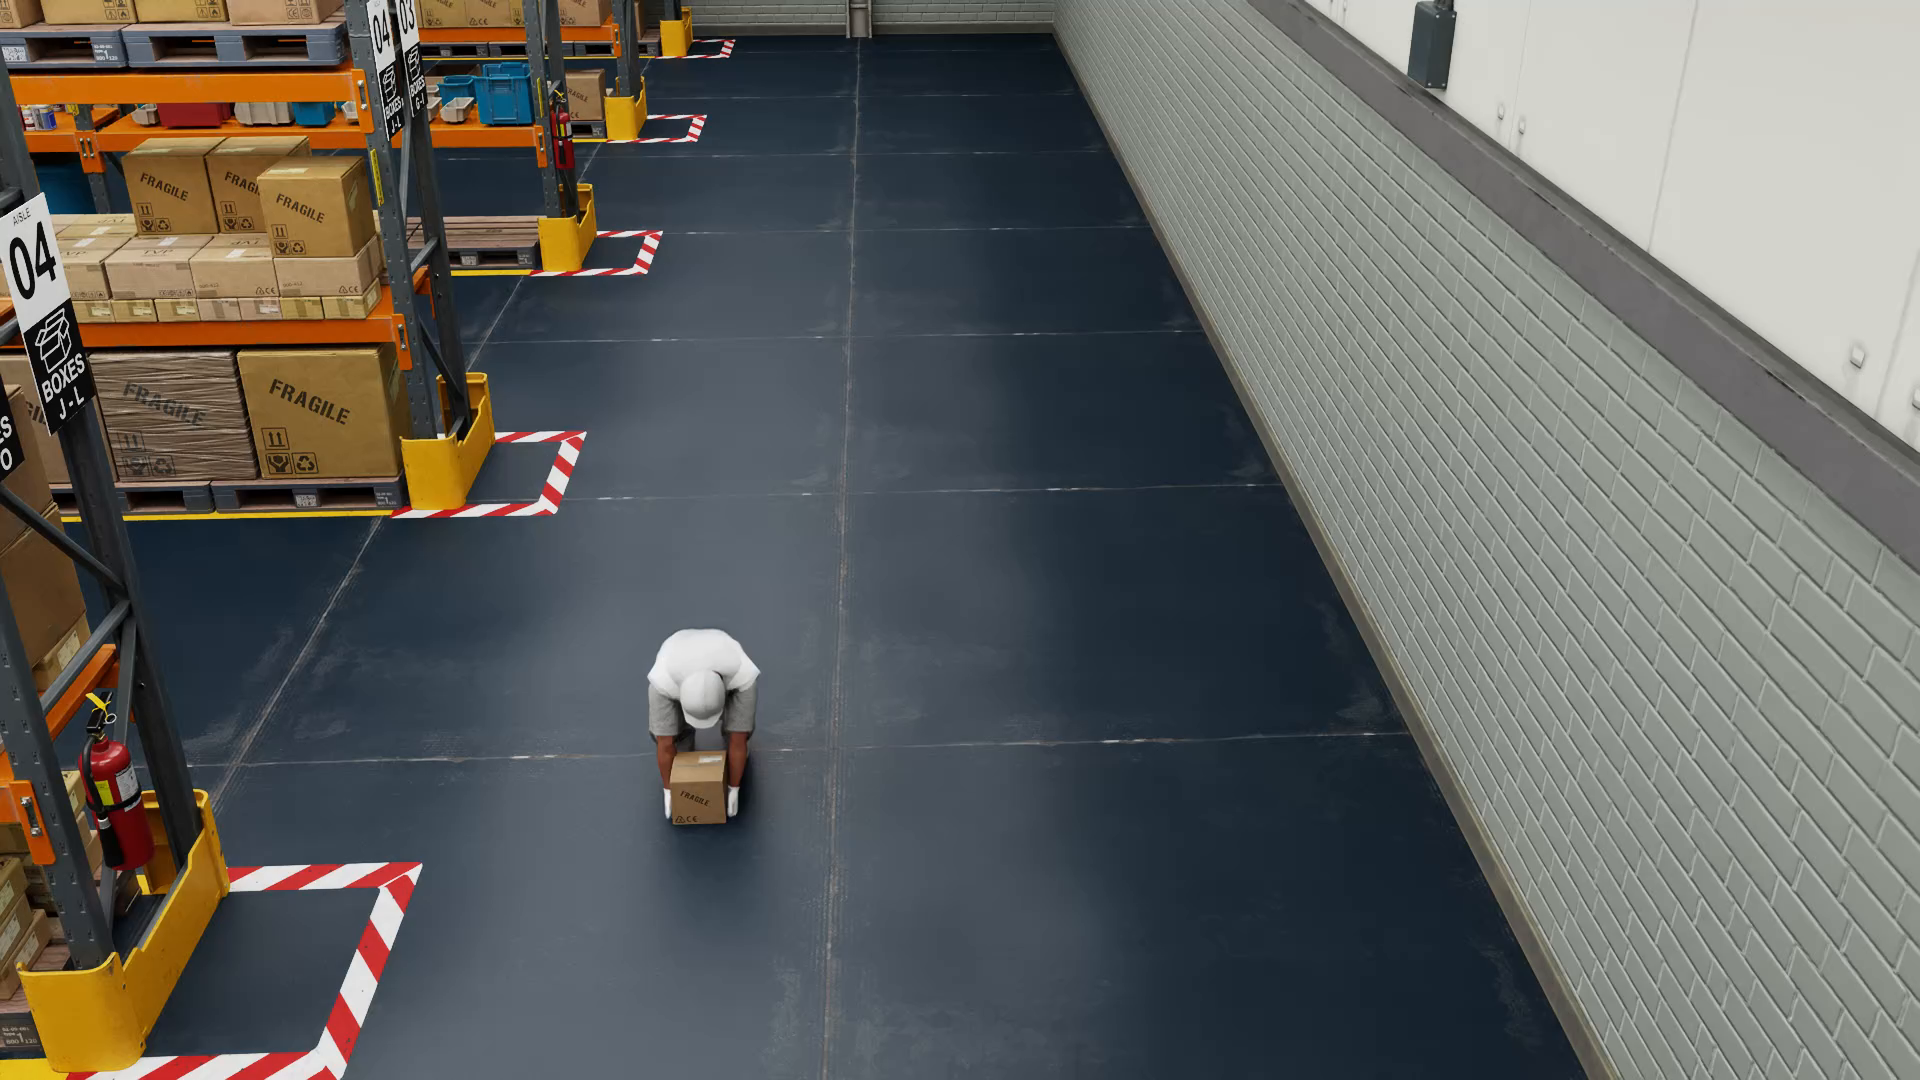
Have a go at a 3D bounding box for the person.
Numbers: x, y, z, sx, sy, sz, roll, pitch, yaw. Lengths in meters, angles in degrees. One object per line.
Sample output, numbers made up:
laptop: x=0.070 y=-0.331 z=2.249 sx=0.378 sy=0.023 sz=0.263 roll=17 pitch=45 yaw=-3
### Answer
person: x=-1.244 y=0.841 z=8.155 sx=0.571 sy=0.881 sz=0.944 roll=-2 pitch=27 yaw=-3
